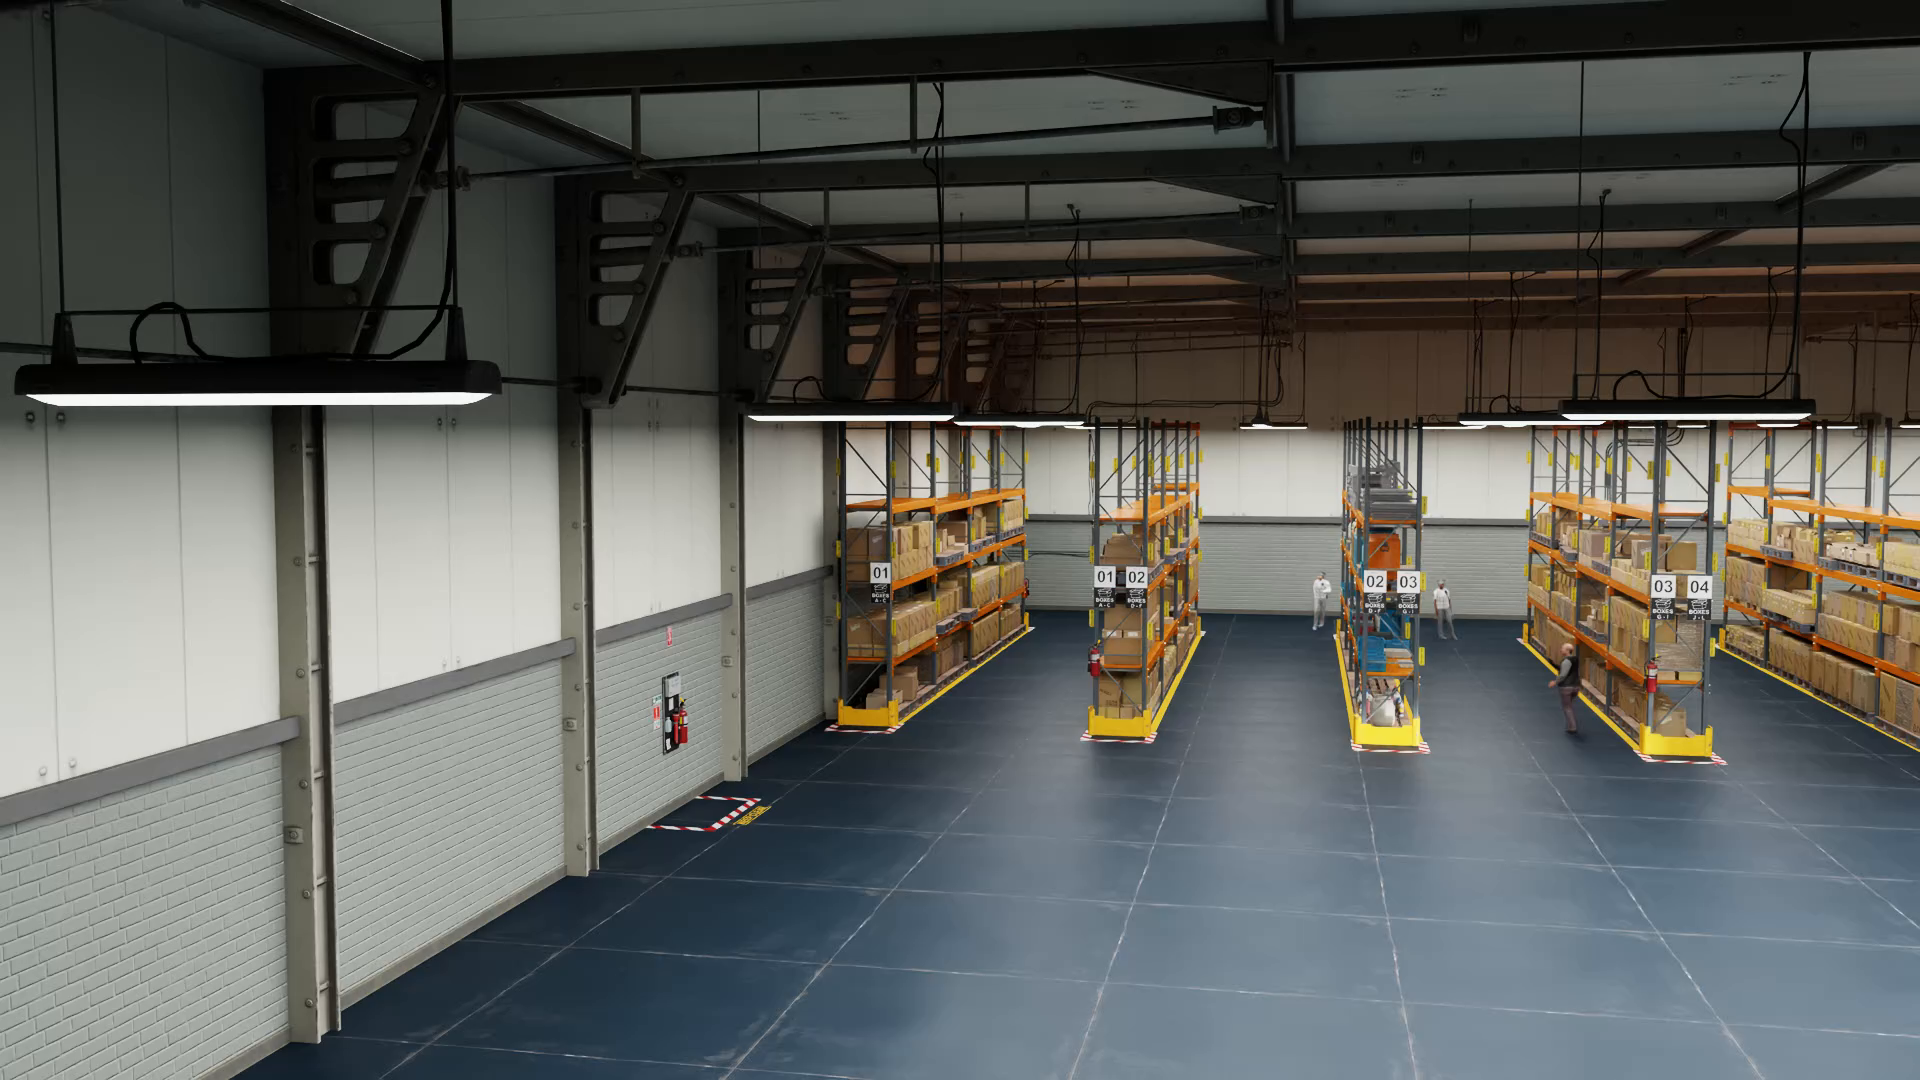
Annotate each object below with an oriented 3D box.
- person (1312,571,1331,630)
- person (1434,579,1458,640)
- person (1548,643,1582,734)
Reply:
[{"bbox_3d":[10.540,1.753,48.447,0.519,1.737,0.751,1,4,12],"label":"person"},{"bbox_3d":[13.425,1.916,45.966,0.658,1.681,0.370,0,4,4],"label":"person"},{"bbox_3d":[11.609,2.855,31.687,0.632,1.775,0.561,-2,4,-23],"label":"person"}]
